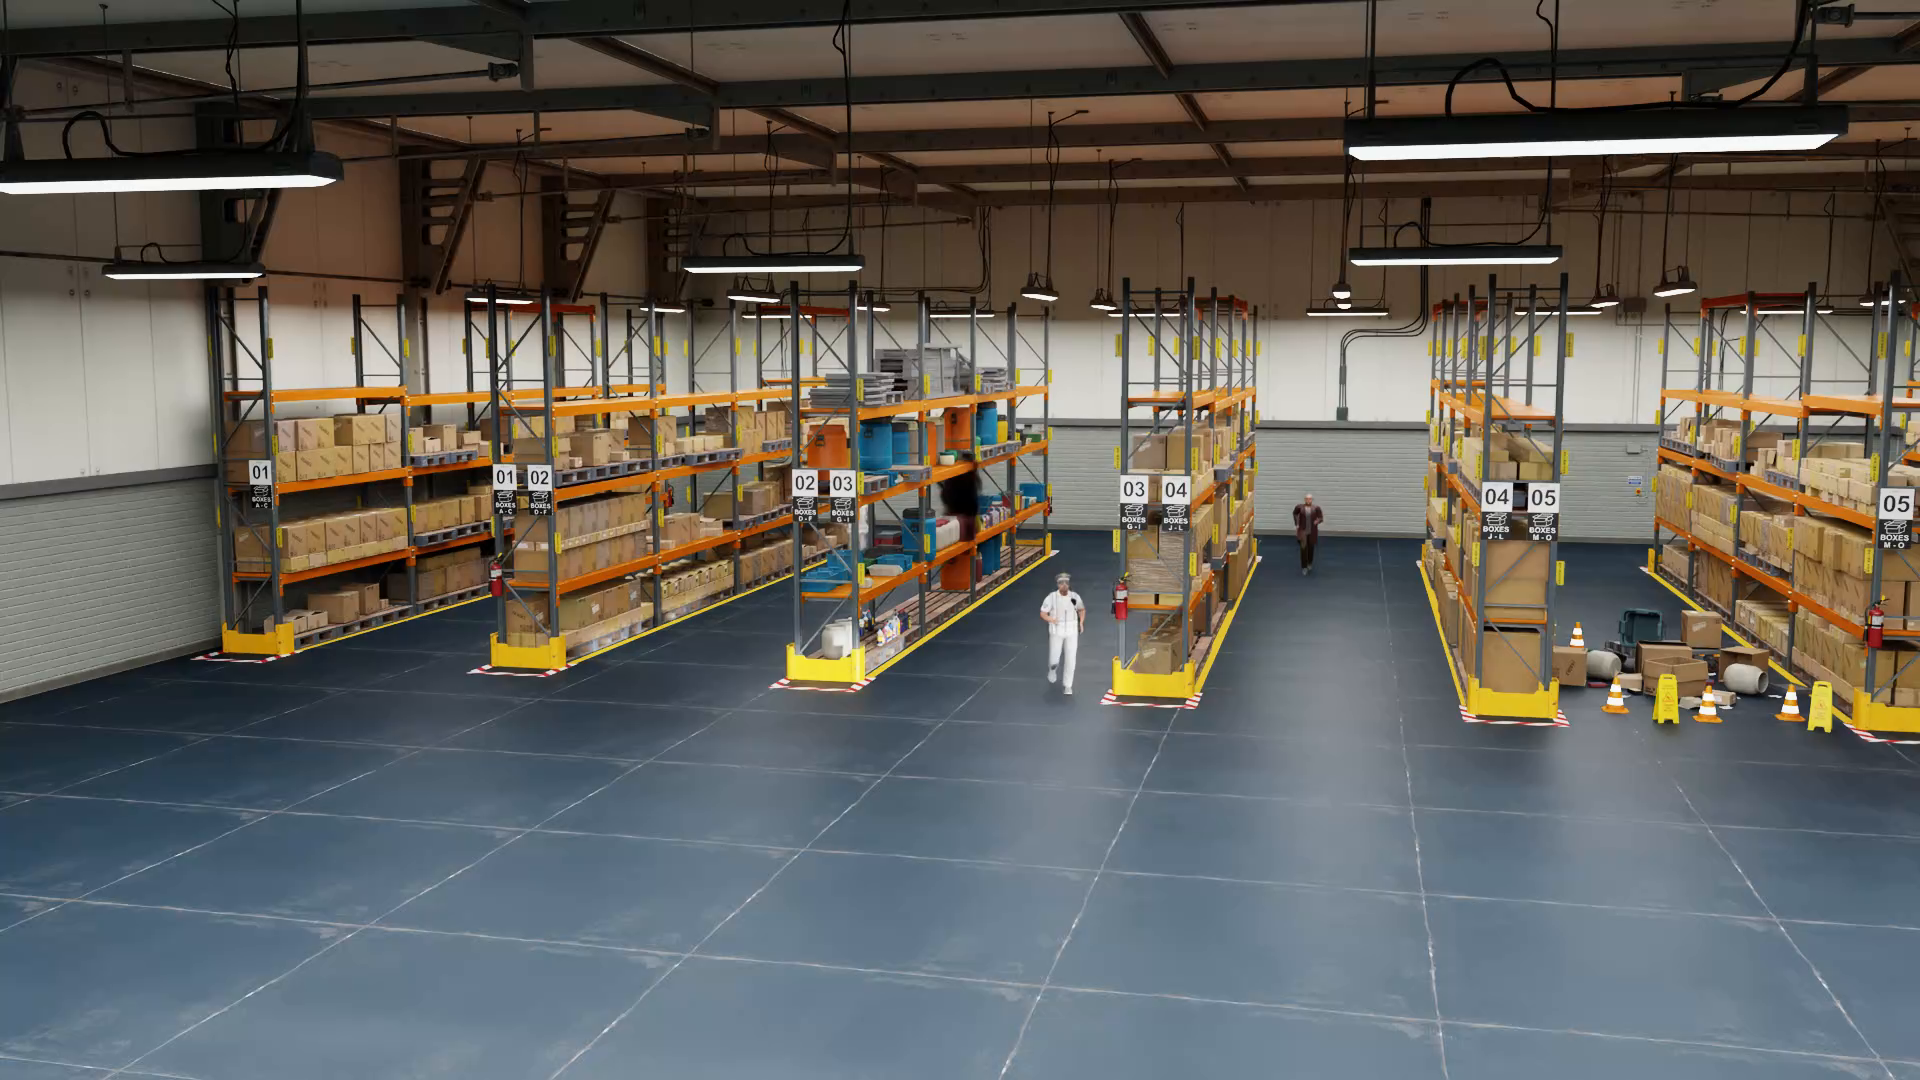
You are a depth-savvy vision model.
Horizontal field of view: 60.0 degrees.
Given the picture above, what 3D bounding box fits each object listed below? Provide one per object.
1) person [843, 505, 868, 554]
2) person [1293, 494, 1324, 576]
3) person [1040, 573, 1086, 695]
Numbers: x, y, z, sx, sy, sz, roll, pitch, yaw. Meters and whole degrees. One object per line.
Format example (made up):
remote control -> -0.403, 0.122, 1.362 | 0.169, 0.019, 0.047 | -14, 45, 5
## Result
person -> -2.139, -0.110, 34.524 | 0.666, 1.804, 0.608 | 0, 7, 4
person -> 7.781, -0.141, 37.190 | 0.652, 1.817, 0.989 | 1, 7, 6
person -> 1.518, 1.346, 24.364 | 0.683, 1.755, 0.811 | 0, 7, -4
